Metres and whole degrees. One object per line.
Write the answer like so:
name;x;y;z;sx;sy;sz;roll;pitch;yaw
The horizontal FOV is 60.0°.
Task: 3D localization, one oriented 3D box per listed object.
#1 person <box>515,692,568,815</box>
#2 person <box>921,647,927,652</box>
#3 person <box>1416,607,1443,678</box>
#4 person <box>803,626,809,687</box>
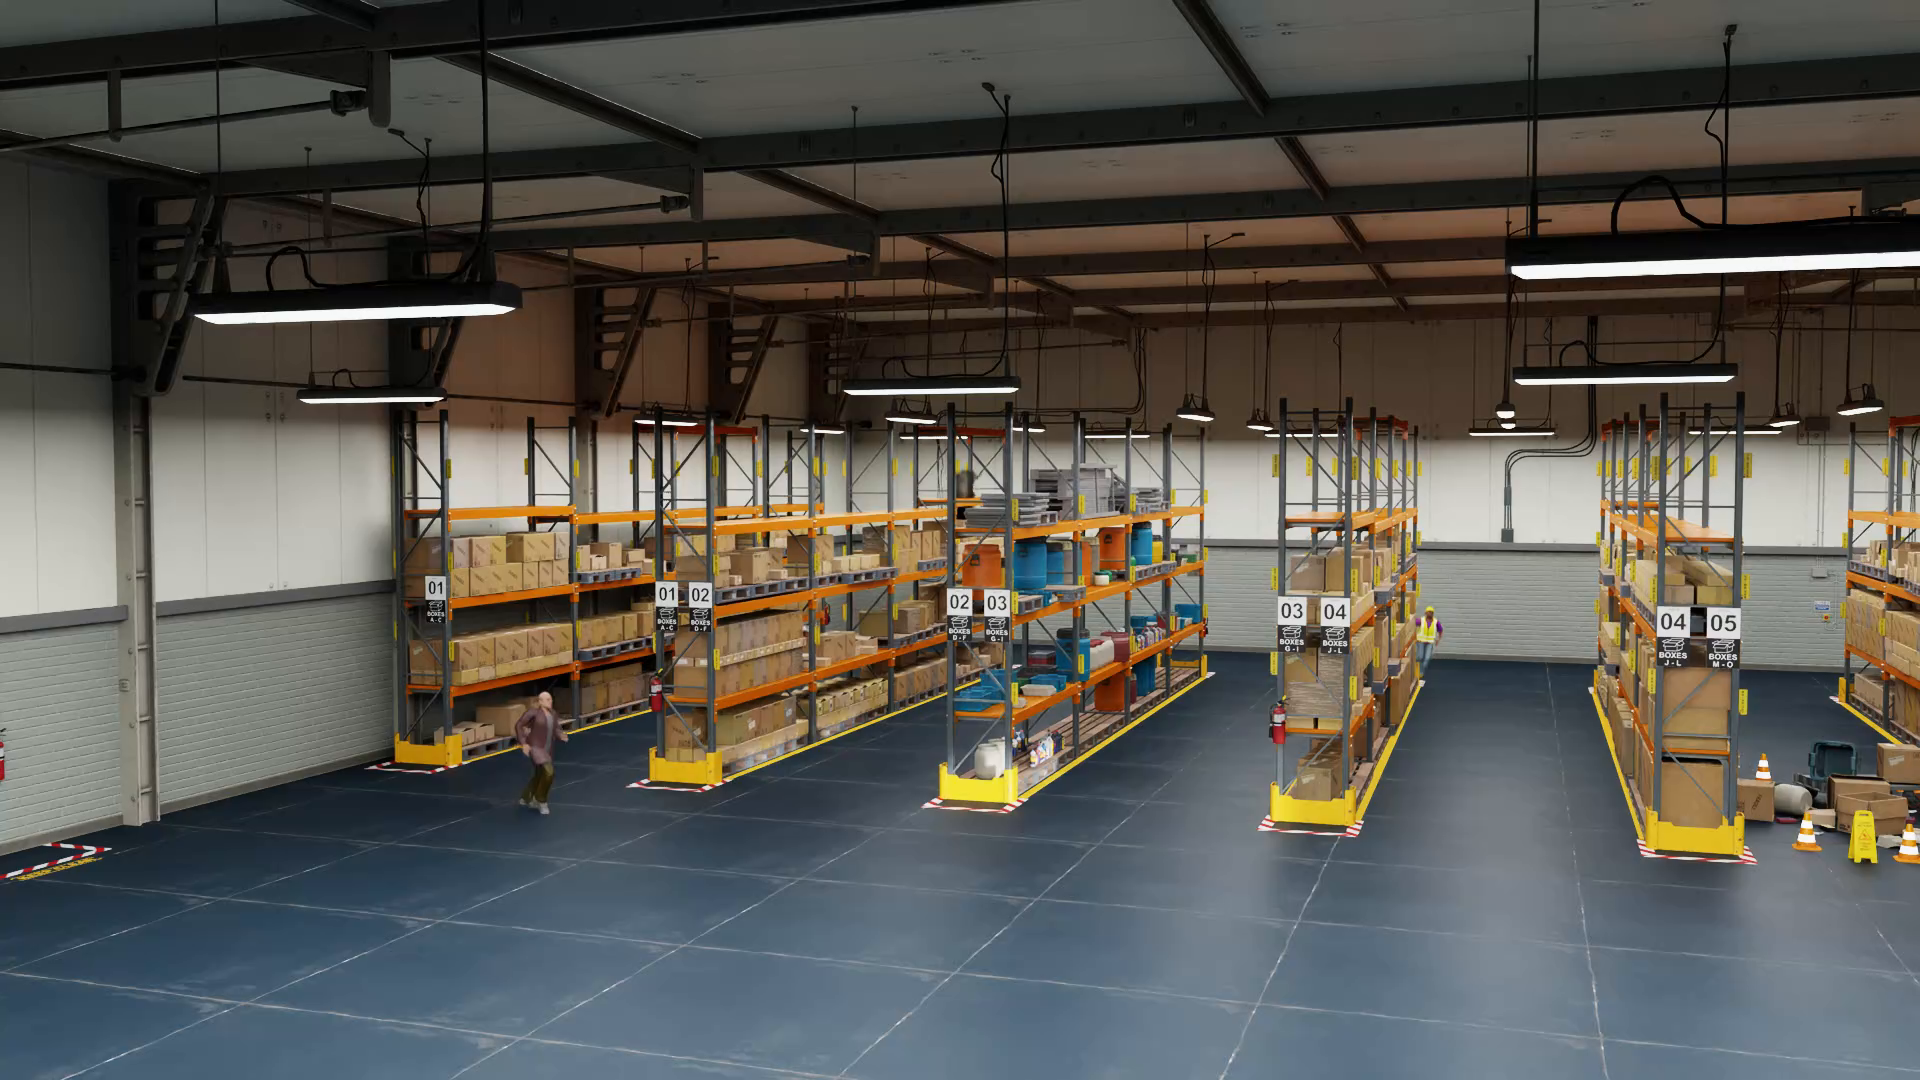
person;-6.099;3.101;24.184;0.880;1.797;0.651;1;3;29
person;-1.154;2.265;43.752;0.886;1.792;0.644;1;3;25
person;11.188;2.447;39.834;0.761;1.712;0.600;0;2;2
person;-3.241;2.637;35.191;0.693;1.703;0.949;0;2;11
